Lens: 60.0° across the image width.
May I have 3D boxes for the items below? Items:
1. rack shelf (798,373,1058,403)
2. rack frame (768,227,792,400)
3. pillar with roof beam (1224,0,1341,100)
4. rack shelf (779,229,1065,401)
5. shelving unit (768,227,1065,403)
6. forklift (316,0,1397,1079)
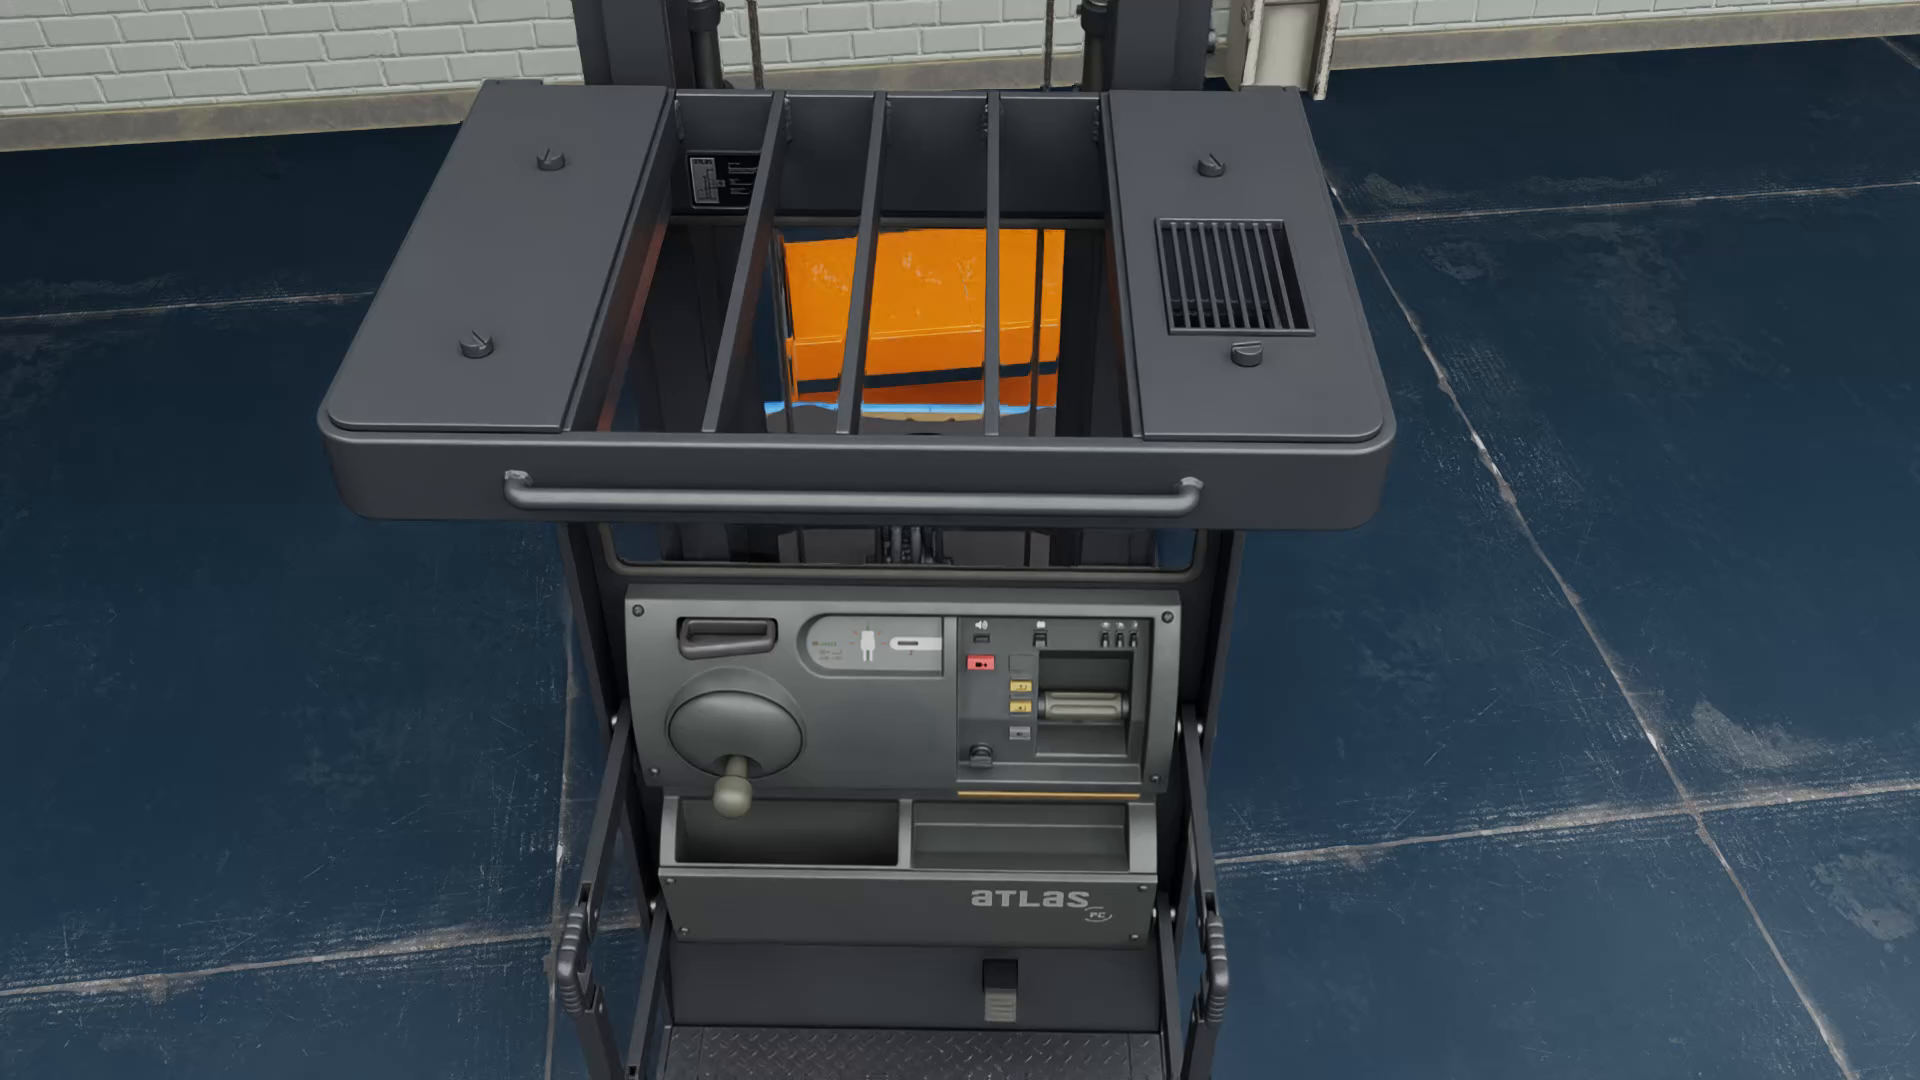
[{"bbox_3d":[0.007,-0.237,5.038,1.000,0.278,0.538,-5,42,-6],"label":"rack shelf"},{"bbox_3d":[-0.497,-0.374,4.825,0.032,1.125,0.500,-5,42,-6],"label":"rack frame"},{"bbox_3d":[1.977,-2.538,1.345,0.400,9.000,9.100,-5,42,-6],"label":"pillar with roof beam"},{"bbox_3d":[0.007,-0.636,4.678,1.000,0.278,0.538,-5,42,-6],"label":"rack shelf"},{"bbox_3d":[0.007,-0.418,4.874,1.048,1.125,0.538,-5,42,-6],"label":"shelving unit"},{"bbox_3d":[-0.098,0.360,2.663,1.130,2.935,3.031,1,42,1],"label":"forklift"}]
